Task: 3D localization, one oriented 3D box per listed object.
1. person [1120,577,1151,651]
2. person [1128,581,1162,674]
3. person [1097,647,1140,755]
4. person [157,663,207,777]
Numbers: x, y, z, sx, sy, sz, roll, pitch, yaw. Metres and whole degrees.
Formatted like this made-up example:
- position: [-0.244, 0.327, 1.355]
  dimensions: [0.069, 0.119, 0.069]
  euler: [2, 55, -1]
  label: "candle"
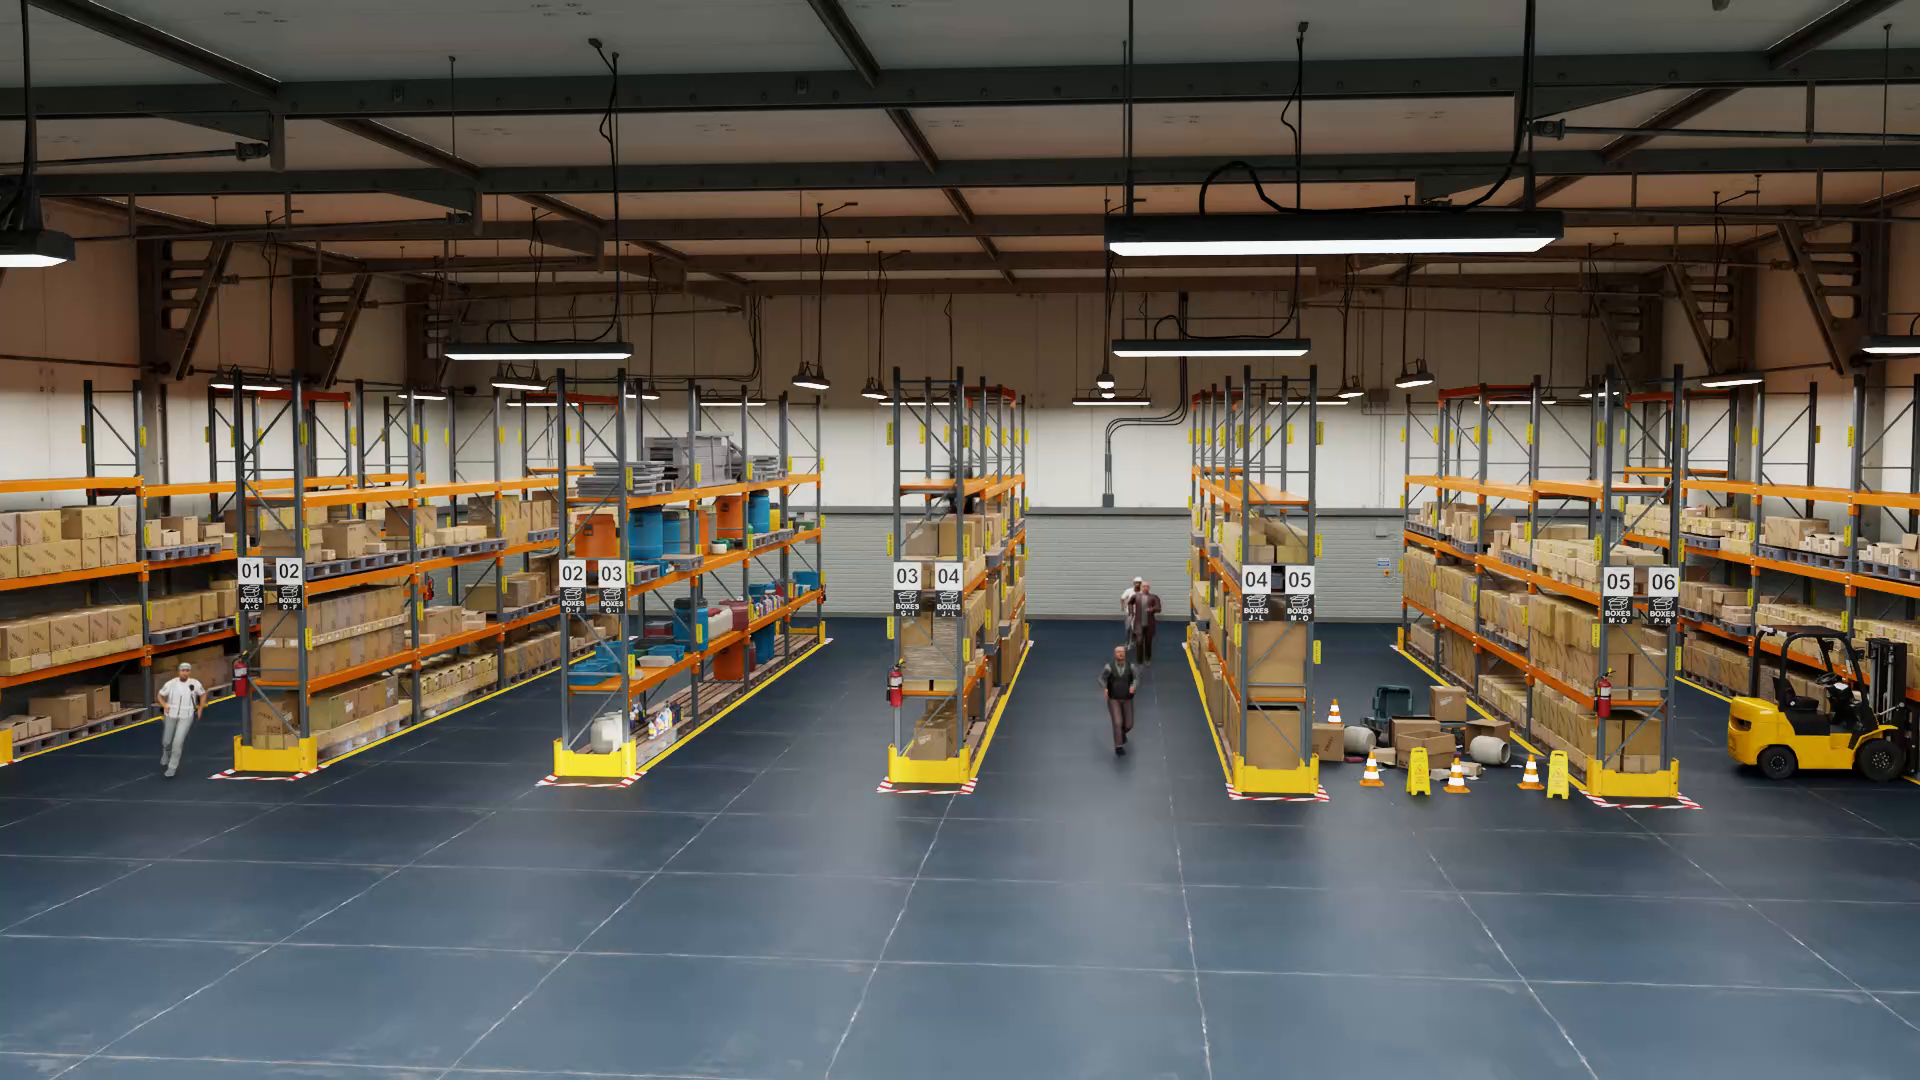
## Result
- position: [4.100, 1.733, 38.871]
  dimensions: [0.766, 1.756, 0.647]
  euler: [1, 4, 22]
  label: "person"
- position: [3.775, 1.763, 33.982]
  dimensions: [0.680, 1.855, 0.875]
  euler: [0, 4, 5]
  label: "person"
- position: [2.522, 2.526, 26.348]
  dimensions: [0.666, 1.680, 0.753]
  euler: [0, 4, -4]
  label: "person"
- position: [-11.631, 2.646, 24.830]
  dimensions: [0.681, 1.632, 0.884]
  euler: [-1, 4, -18]
  label: "person"
